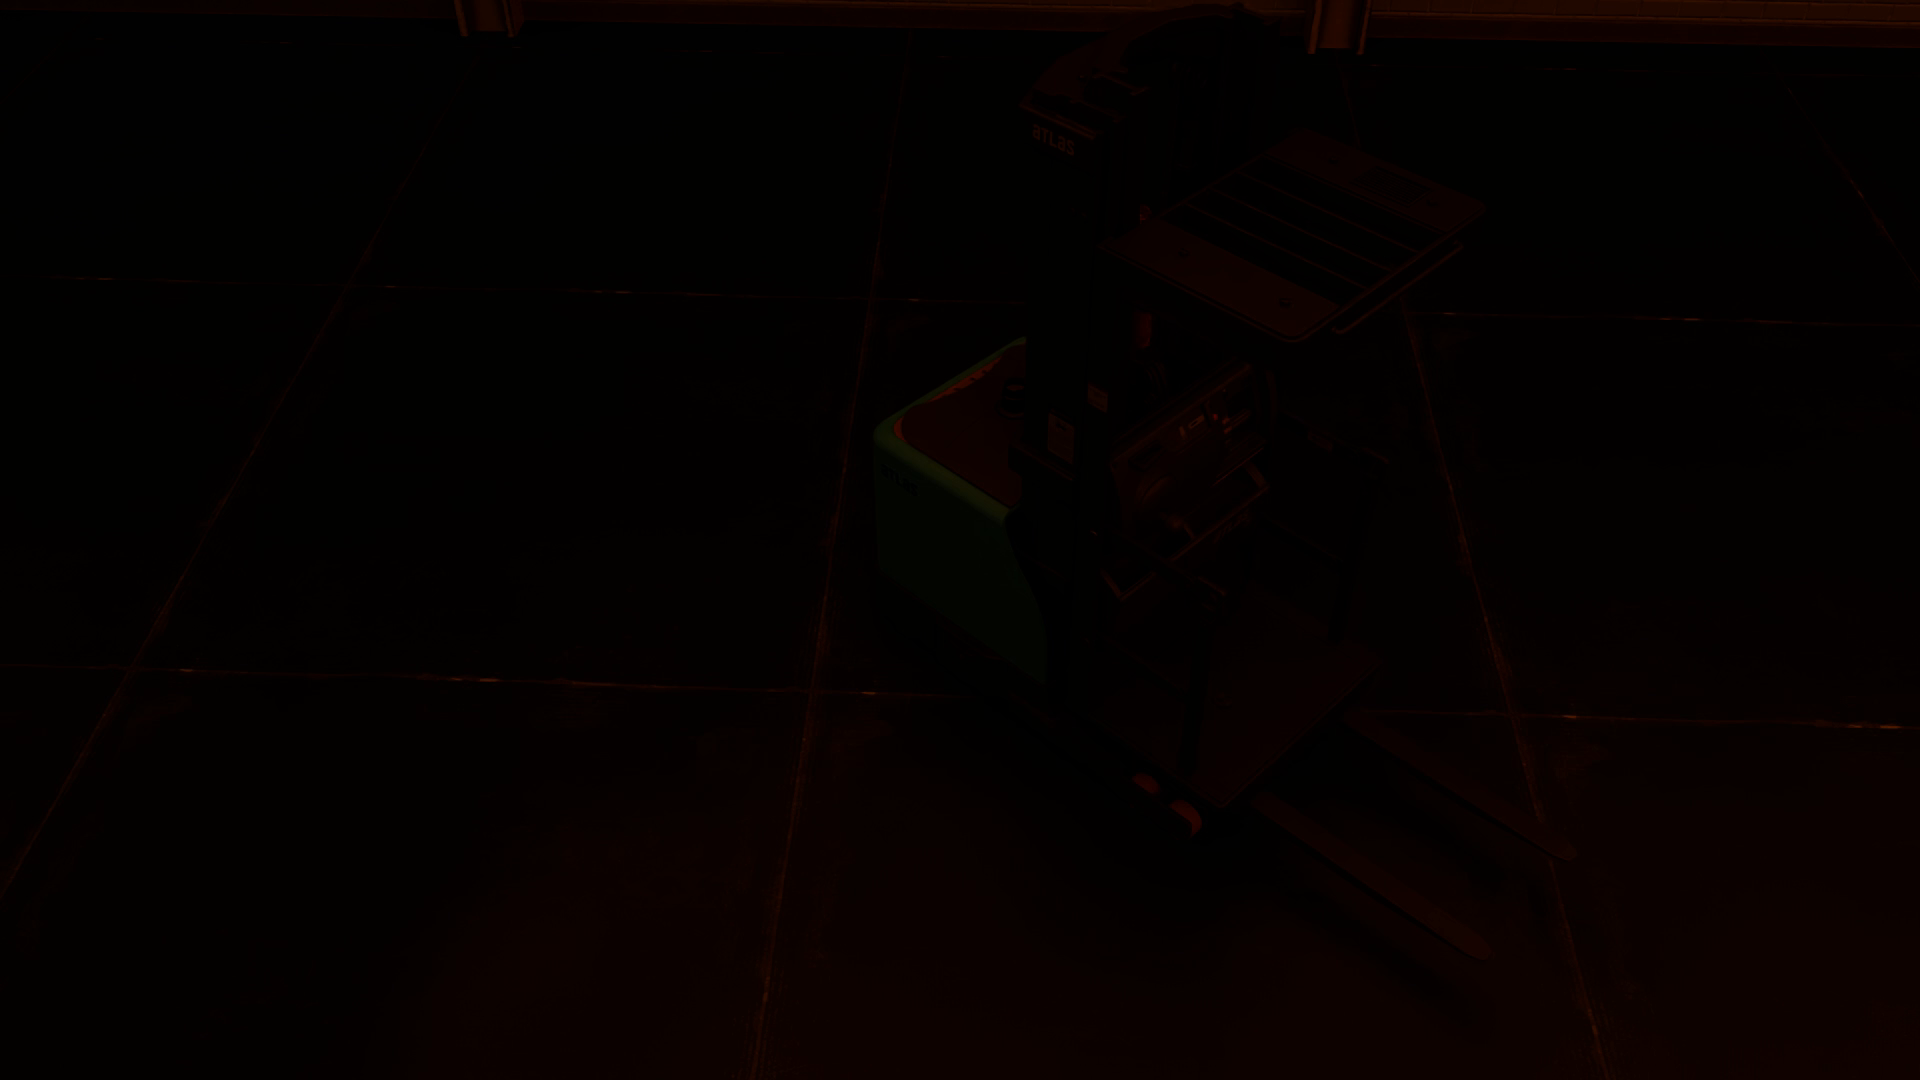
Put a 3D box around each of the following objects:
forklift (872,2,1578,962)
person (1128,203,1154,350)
[{"bbox_3d":[1.026,-0.288,6.058,3.031,2.935,1.130,33,52,31],"label":"forklift"},{"bbox_3d":[0.789,-0.882,7.719,0.641,1.573,0.361,18,45,19],"label":"person"}]
